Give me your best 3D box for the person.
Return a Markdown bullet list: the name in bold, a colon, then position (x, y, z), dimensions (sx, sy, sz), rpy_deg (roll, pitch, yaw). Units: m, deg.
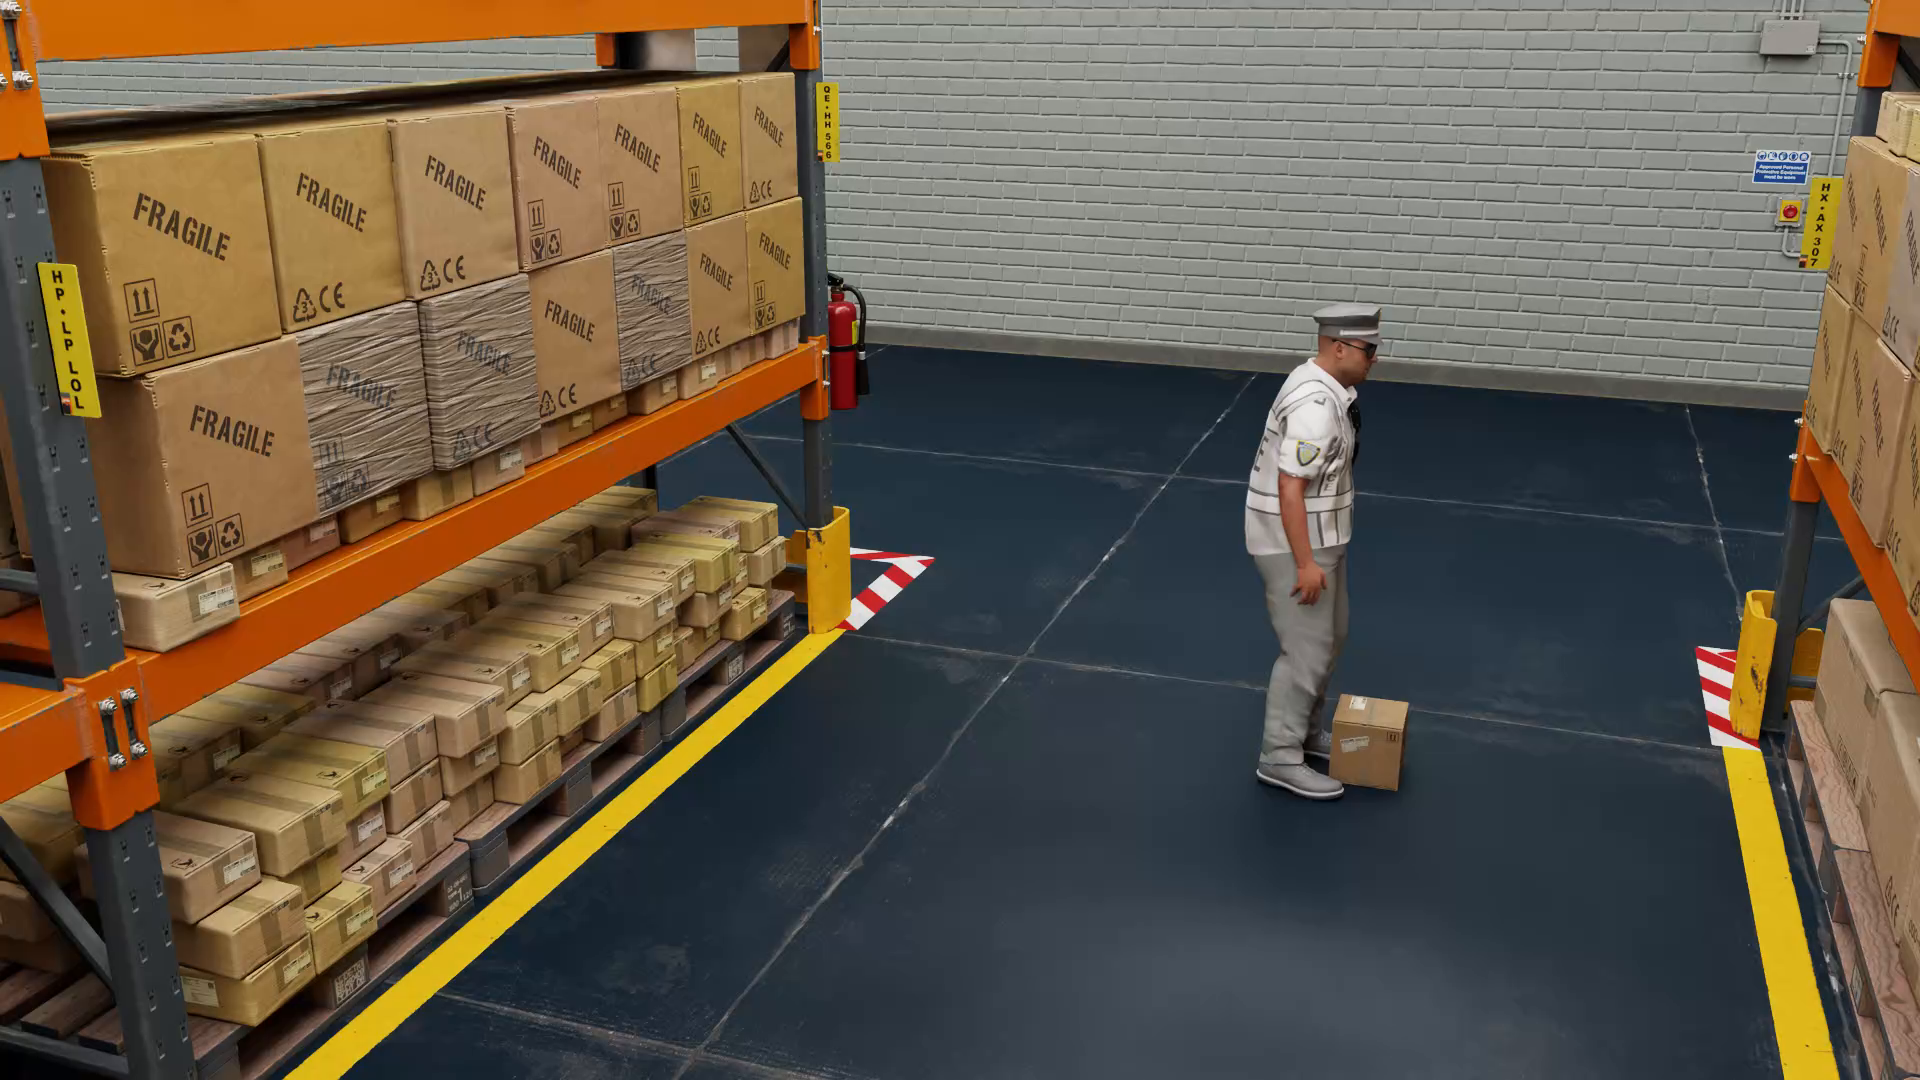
- **person**: position (1.269, 0.015, 6.005), dimensions (0.470, 1.747, 0.586), rpy_deg (6, 20, 18)
